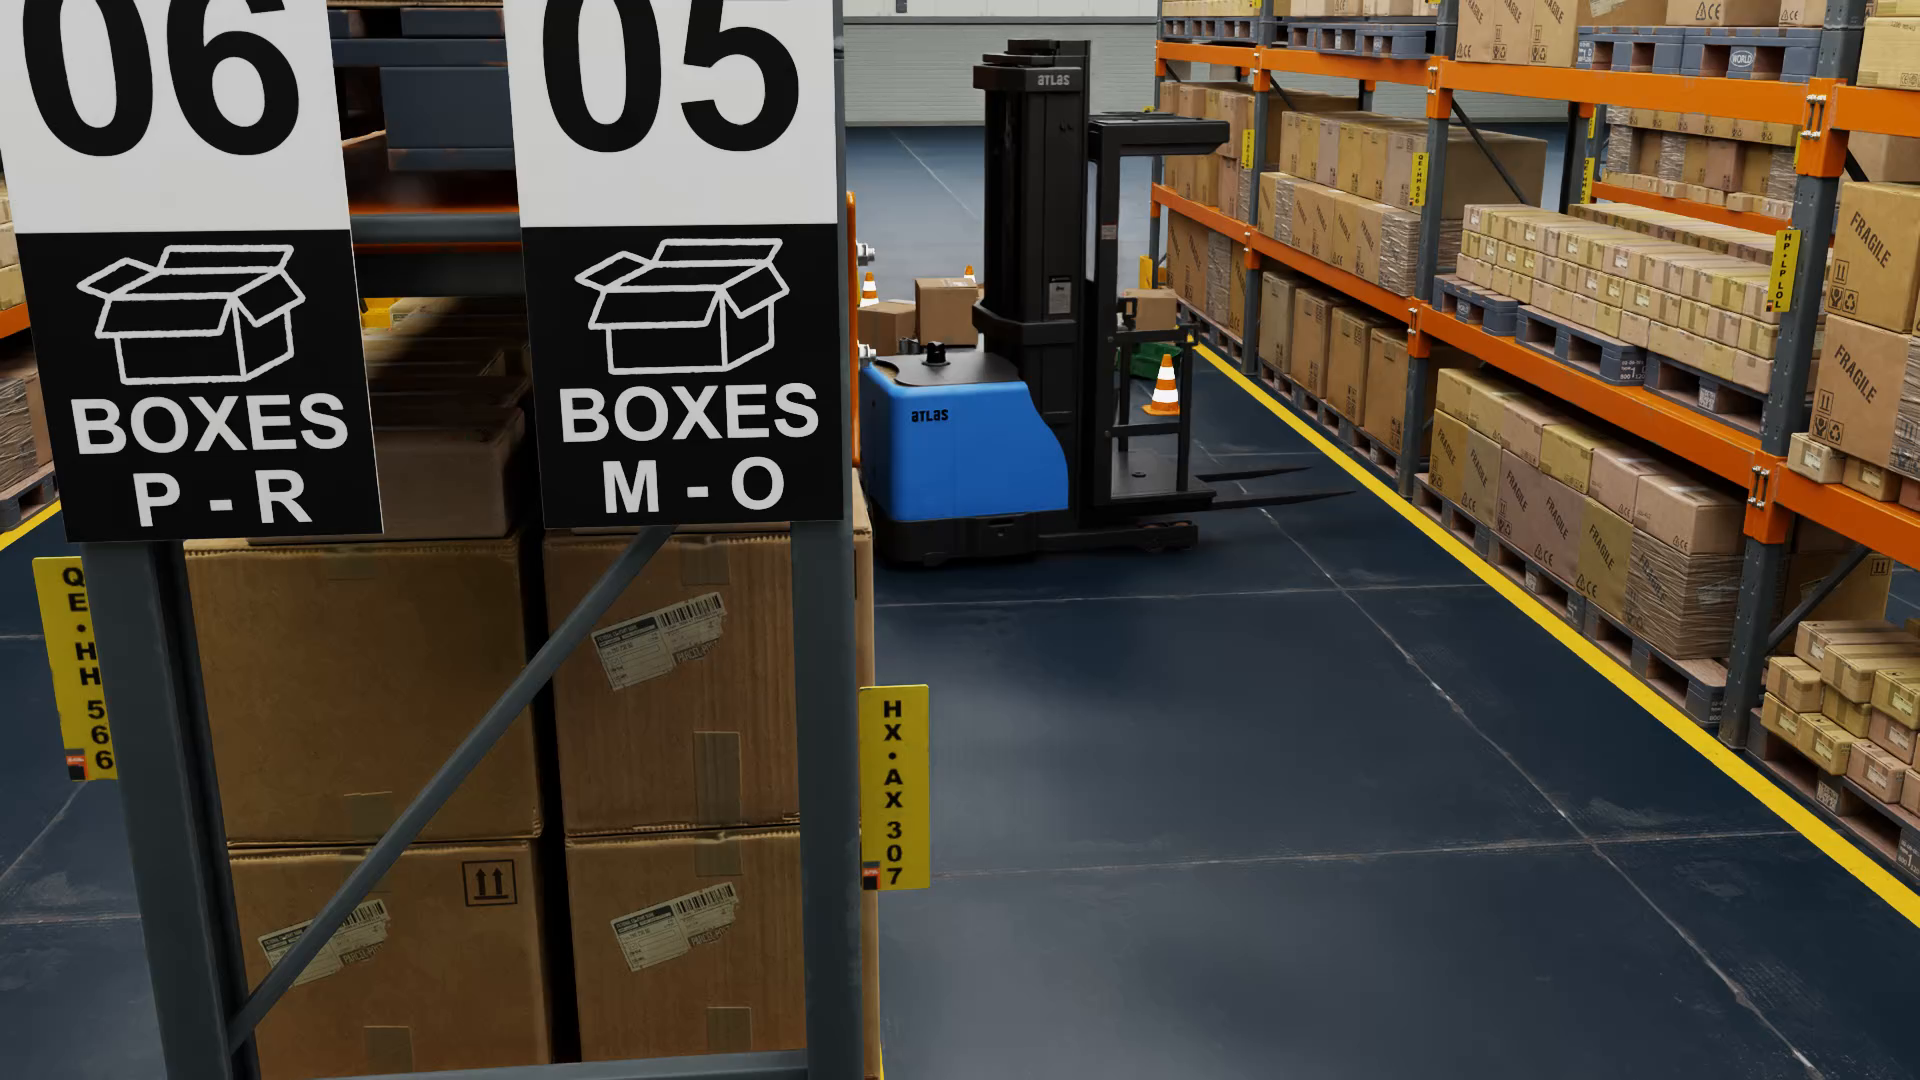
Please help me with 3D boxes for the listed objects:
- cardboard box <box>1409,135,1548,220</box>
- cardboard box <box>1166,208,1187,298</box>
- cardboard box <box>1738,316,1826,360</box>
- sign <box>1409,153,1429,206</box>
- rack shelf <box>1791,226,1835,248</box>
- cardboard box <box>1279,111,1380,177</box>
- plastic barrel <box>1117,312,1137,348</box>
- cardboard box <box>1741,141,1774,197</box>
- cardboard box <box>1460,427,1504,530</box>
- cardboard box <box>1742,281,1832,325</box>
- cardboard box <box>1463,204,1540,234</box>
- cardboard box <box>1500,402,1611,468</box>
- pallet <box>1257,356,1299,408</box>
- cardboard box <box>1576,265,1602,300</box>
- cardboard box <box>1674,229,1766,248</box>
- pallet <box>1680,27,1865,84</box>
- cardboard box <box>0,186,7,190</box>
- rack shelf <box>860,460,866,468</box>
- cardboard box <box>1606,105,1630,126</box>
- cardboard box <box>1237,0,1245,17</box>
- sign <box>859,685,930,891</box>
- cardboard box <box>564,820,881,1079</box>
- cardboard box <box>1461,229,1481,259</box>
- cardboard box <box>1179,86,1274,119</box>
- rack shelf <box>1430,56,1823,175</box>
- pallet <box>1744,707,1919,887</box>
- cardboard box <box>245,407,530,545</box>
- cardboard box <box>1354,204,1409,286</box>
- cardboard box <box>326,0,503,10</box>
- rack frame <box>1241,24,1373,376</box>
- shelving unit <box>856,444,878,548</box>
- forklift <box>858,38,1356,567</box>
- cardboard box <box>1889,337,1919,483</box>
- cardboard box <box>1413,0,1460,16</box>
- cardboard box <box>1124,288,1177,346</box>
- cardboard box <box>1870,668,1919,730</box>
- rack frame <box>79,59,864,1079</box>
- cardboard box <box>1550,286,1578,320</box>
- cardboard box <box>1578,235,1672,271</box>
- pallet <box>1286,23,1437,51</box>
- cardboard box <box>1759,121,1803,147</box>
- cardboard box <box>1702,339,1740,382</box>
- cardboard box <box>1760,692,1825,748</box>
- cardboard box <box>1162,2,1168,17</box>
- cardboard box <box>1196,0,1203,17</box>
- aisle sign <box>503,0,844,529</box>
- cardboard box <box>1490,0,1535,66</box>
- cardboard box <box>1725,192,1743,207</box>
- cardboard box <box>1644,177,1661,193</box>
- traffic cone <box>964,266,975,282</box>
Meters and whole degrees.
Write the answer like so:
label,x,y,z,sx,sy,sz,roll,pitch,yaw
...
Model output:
label,x,y,z,sx,sy,sz,roll,pitch,yaw
cardboard box,3.404,-2.394,10.959,0.700,0.500,0.500,-2,18,-6
cardboard box,2.751,-3.106,17.907,0.875,0.875,0.875,-2,18,-5
cardboard box,3.616,-0.879,7.189,0.380,0.149,0.250,-1,17,-4
sign,2.889,-2.270,10.466,0.100,0.325,0.005,-2,18,-6
rack shelf,8.178,-2.111,13.095,1.077,0.370,4.000,-2,18,-6
cardboard box,3.085,-3.304,13.858,0.700,0.500,0.500,-2,18,-7
plastic barrel,1.385,-1.989,15.805,0.512,0.421,0.421,11,21,32
cardboard box,7.970,-3.526,15.737,0.875,0.500,0.500,-2,18,-6
cardboard box,3.315,-0.375,9.835,0.500,0.500,0.500,-2,17,-5
cardboard box,3.617,-1.022,7.148,0.380,0.149,0.250,-1,17,-3
cardboard box,3.296,-1.955,10.121,0.380,0.149,0.250,-2,18,-6
cardboard box,3.361,-0.589,9.266,0.500,0.250,0.500,-2,18,-5
pallet,3.182,-1.369,14.186,1.003,0.211,1.213,-2,18,-6
cardboard box,3.457,-1.344,8.671,0.380,0.149,0.250,-1,17,-4
cardboard box,4.078,-1.583,8.935,0.380,0.149,0.250,-1,17,-3
pallet,3.895,-2.072,7.076,1.213,0.211,1.003,-2,18,-6
cardboard box,-6.416,-2.318,11.303,0.380,0.149,0.250,-2,18,-6
rack shelf,-0.701,-0.438,9.824,0.258,0.077,0.200,-12,18,-9
cardboard box,7.345,-4.736,17.923,0.500,0.500,0.500,-2,18,-6
cardboard box,2.646,-4.660,14.557,0.380,0.149,0.250,-1,17,-5
sign,-0.095,0.365,2.429,0.100,0.325,0.005,-2,18,-6
cardboard box,-0.412,0.631,2.991,0.500,0.500,0.500,-2,18,-6
cardboard box,3.291,-1.808,10.149,0.380,0.149,0.250,-1,17,-3
cardboard box,2.686,-4.262,16.691,0.875,0.550,0.550,-2,18,-6
rack shelf,3.647,-2.227,8.458,1.077,0.370,4.000,-2,18,-6
pallet,3.957,0.986,6.685,1.003,0.211,1.213,-2,18,-6
cardboard box,-0.884,-0.104,2.581,0.380,0.149,0.250,-2,17,-5
cardboard box,3.077,-2.058,11.557,0.500,0.500,0.500,-2,18,-6
cardboard box,-0.784,-0.908,2.436,0.500,0.250,0.500,-3,18,-11
rack frame,3.028,-2.927,14.493,1.000,3.000,0.127,-2,18,-6
shelving unit,-0.692,-0.385,9.842,0.258,0.900,0.210,-12,18,-9
forklift,0.935,-1.468,9.959,3.031,2.935,1.130,-5,18,-15
cardboard box,3.712,-0.431,5.878,0.500,0.500,0.500,-2,18,-6
cardboard box,3.160,-3.475,10.752,0.380,0.166,0.250,-2,18,-6
cardboard box,1.847,-2.167,16.239,0.500,0.500,0.500,1,17,4
cardboard box,3.727,0.599,6.326,0.380,0.149,0.250,-2,18,-6
rack frame,-0.648,0.831,2.522,1.000,3.000,0.127,-2,18,-6
cardboard box,3.424,-1.281,8.969,0.380,0.149,0.250,-2,17,-5
cardboard box,3.455,-1.490,8.641,0.380,0.149,0.250,-2,18,-6
pallet,3.171,-3.995,13.207,0.805,0.209,1.217,-2,18,-8
cardboard box,7.652,-3.843,15.076,0.500,0.500,0.500,-2,18,-6
cardboard box,3.588,-0.814,7.480,0.380,0.149,0.250,-2,18,-5
cardboard box,3.571,0.735,6.888,0.380,0.149,0.250,-3,18,-8
cardboard box,2.332,-5.566,17.443,0.380,0.149,0.250,-2,18,-5
cardboard box,2.489,-5.114,16.003,0.380,0.149,0.250,-2,18,-5
aisle sign,-0.352,-0.397,2.093,0.394,0.787,0.004,-2,18,-6
cardboard box,3.293,-2.887,9.191,0.500,0.500,0.500,-2,18,-6
cardboard box,7.644,-3.286,16.056,0.380,0.149,0.250,-2,18,-6
cardboard box,7.434,-3.731,17.474,0.380,0.149,0.250,-2,18,-6
traffic cone,0.099,-2.773,18.237,0.336,0.463,0.334,-2,18,-6
